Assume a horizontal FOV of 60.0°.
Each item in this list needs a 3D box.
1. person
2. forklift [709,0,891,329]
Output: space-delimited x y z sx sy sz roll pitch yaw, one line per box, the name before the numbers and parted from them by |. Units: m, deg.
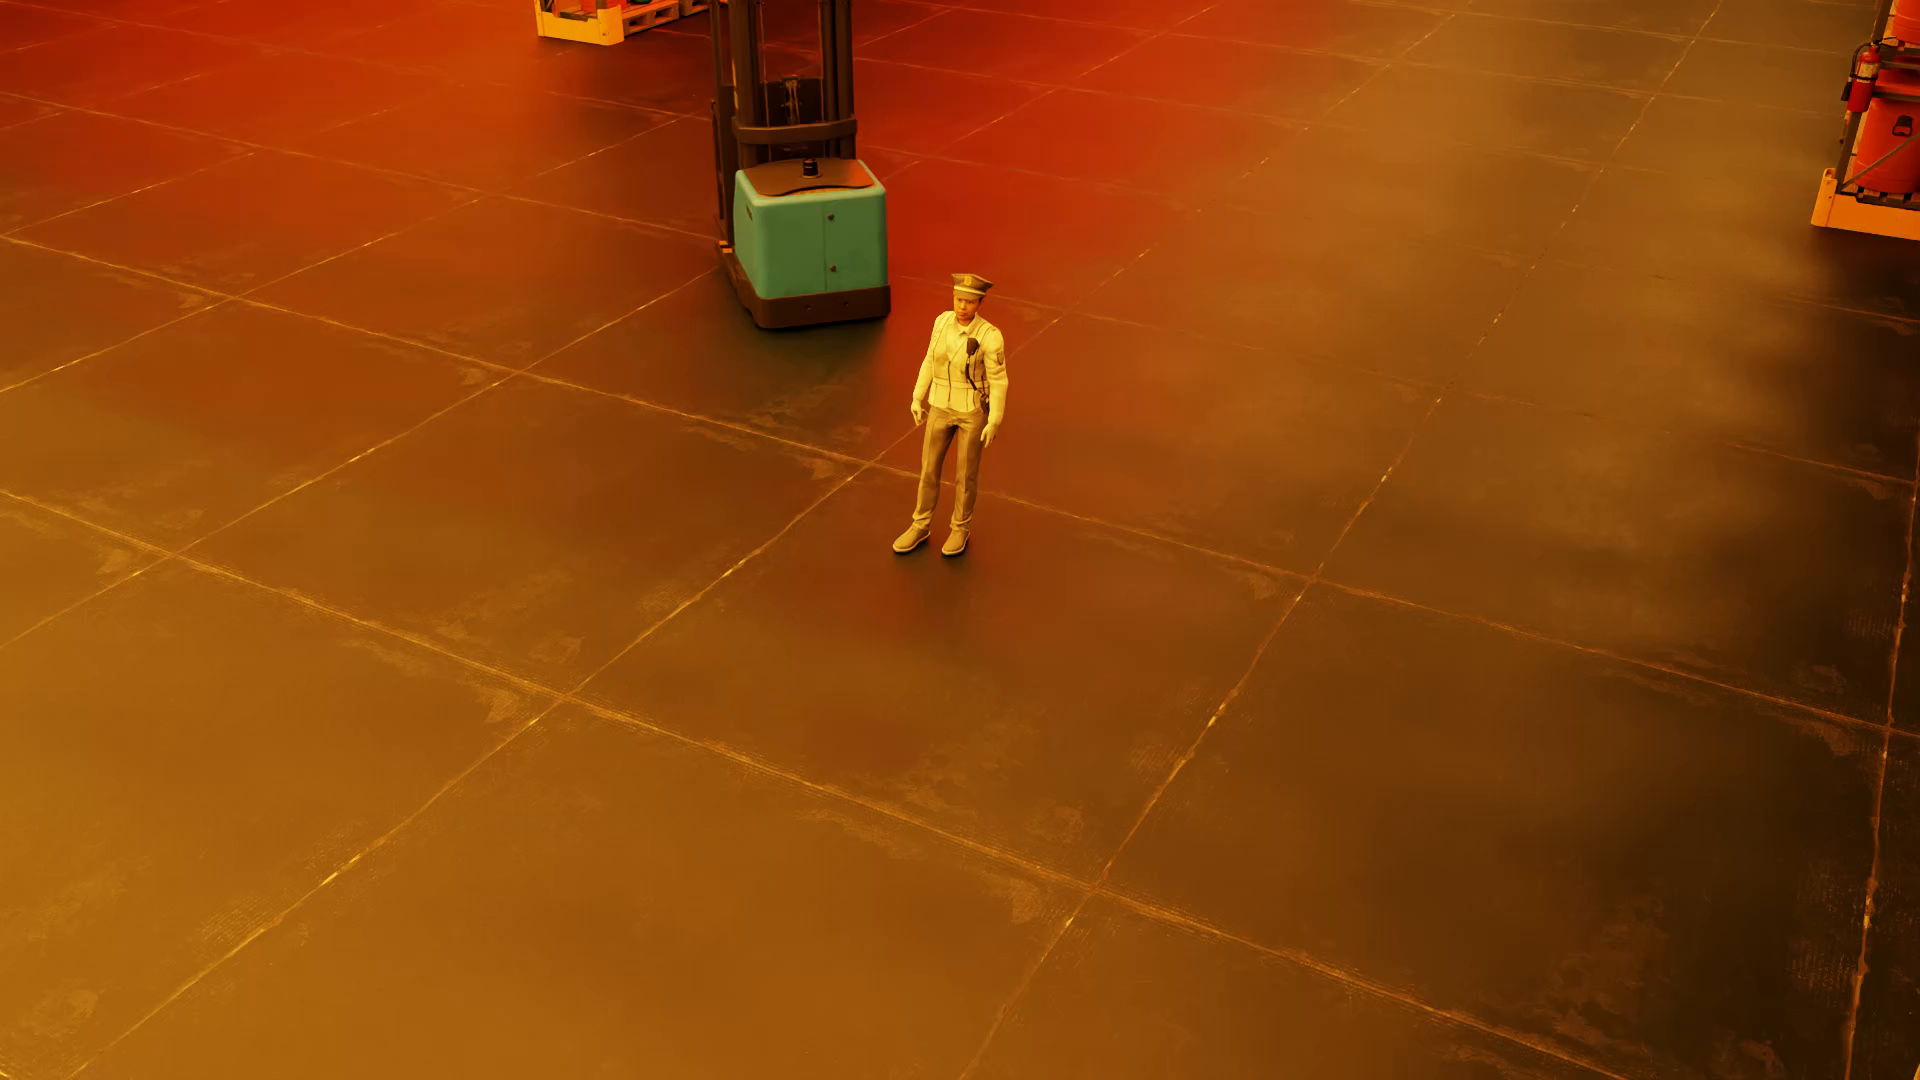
person | -0.038 -0.713 9.528 0.588 1.696 0.533 15 33 25
forklift | -1.448 -3.600 13.308 1.130 2.935 3.031 -9 31 -14
